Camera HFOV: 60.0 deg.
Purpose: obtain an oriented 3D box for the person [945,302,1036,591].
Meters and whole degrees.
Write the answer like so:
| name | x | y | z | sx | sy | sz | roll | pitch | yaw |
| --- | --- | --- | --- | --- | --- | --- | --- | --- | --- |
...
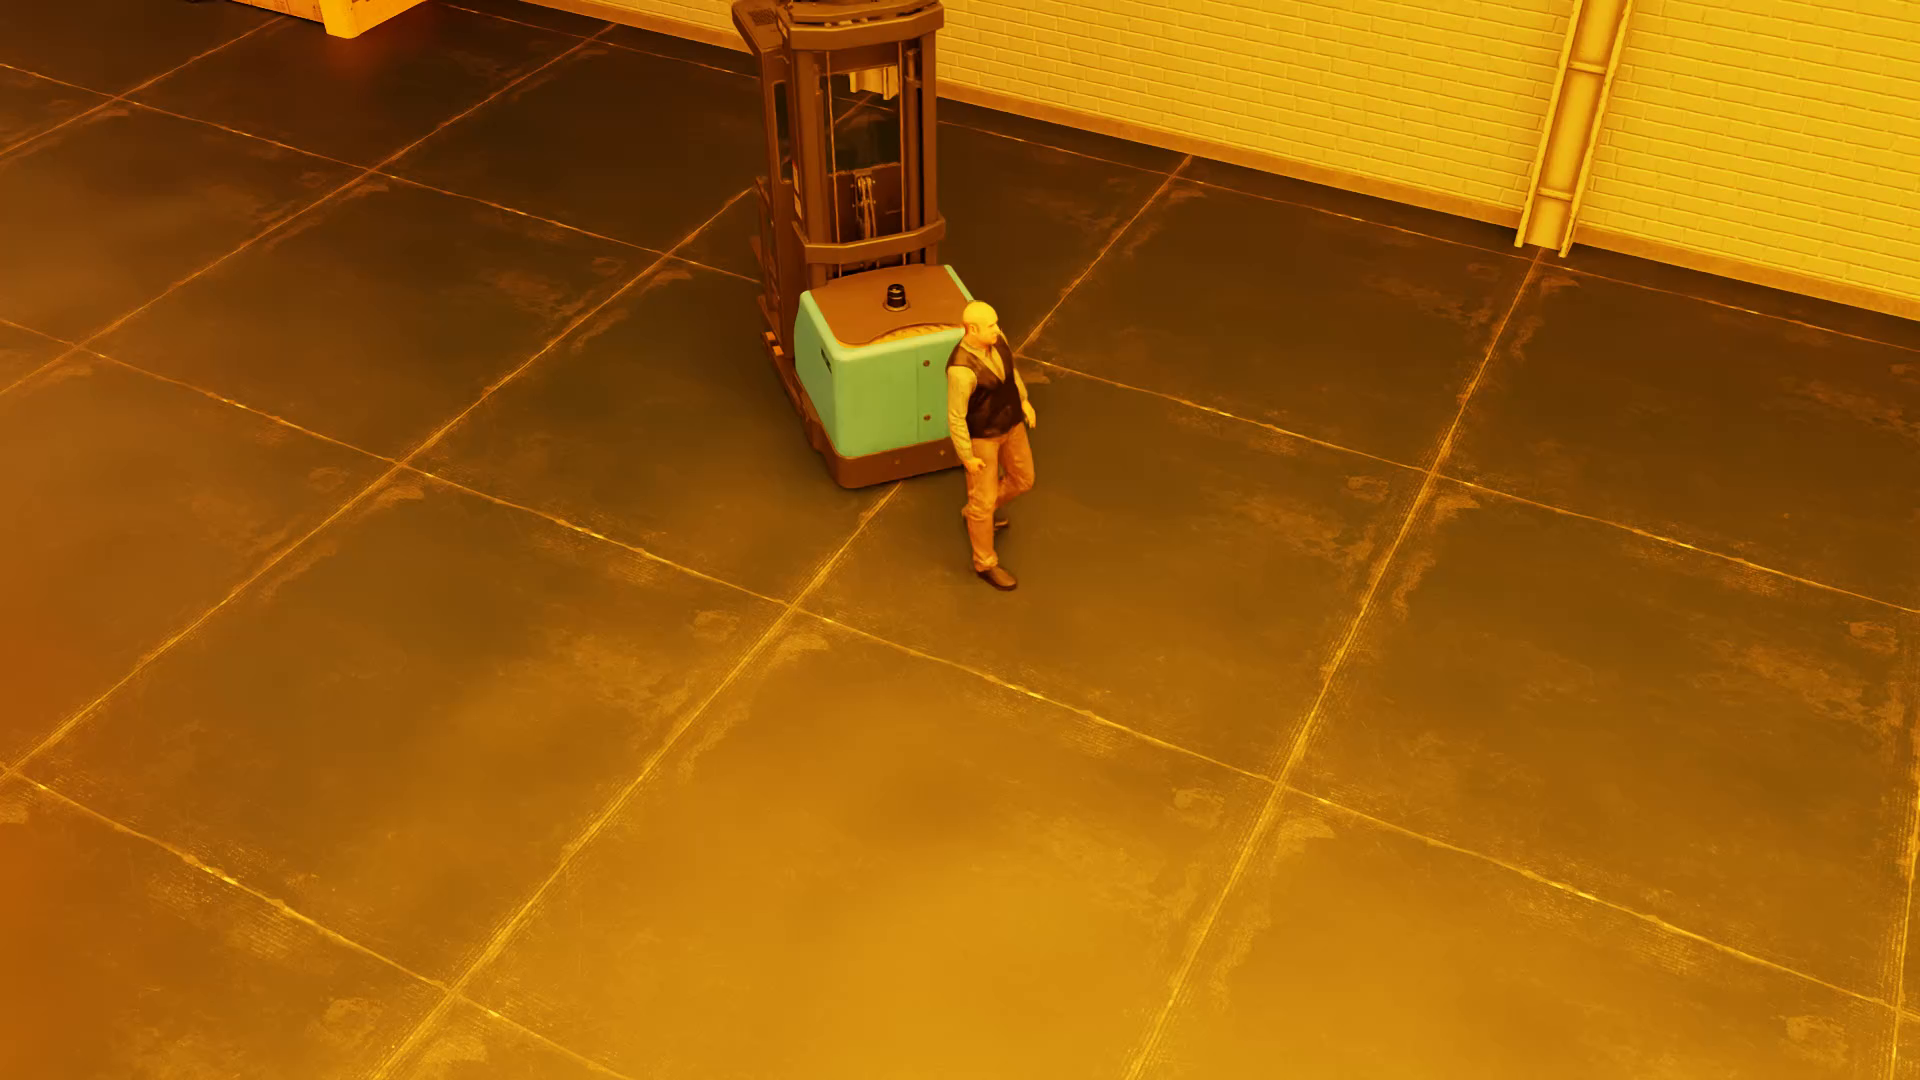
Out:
| name | x | y | z | sx | sy | sz | roll | pitch | yaw |
| --- | --- | --- | --- | --- | --- | --- | --- | --- | --- |
| person | 0.241 | -0.597 | 9.695 | 0.665 | 1.679 | 0.687 | 26 | 47 | 27 |

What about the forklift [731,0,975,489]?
| name | x | y | z | sx | sy | sz | roll | pitch | yaw |
| --- | --- | --- | --- | --- | --- | --- | --- | --- | --- |
| forklift | -0.771 | -2.404 | 10.841 | 1.130 | 2.935 | 3.031 | -13 | 42 | -15 |
